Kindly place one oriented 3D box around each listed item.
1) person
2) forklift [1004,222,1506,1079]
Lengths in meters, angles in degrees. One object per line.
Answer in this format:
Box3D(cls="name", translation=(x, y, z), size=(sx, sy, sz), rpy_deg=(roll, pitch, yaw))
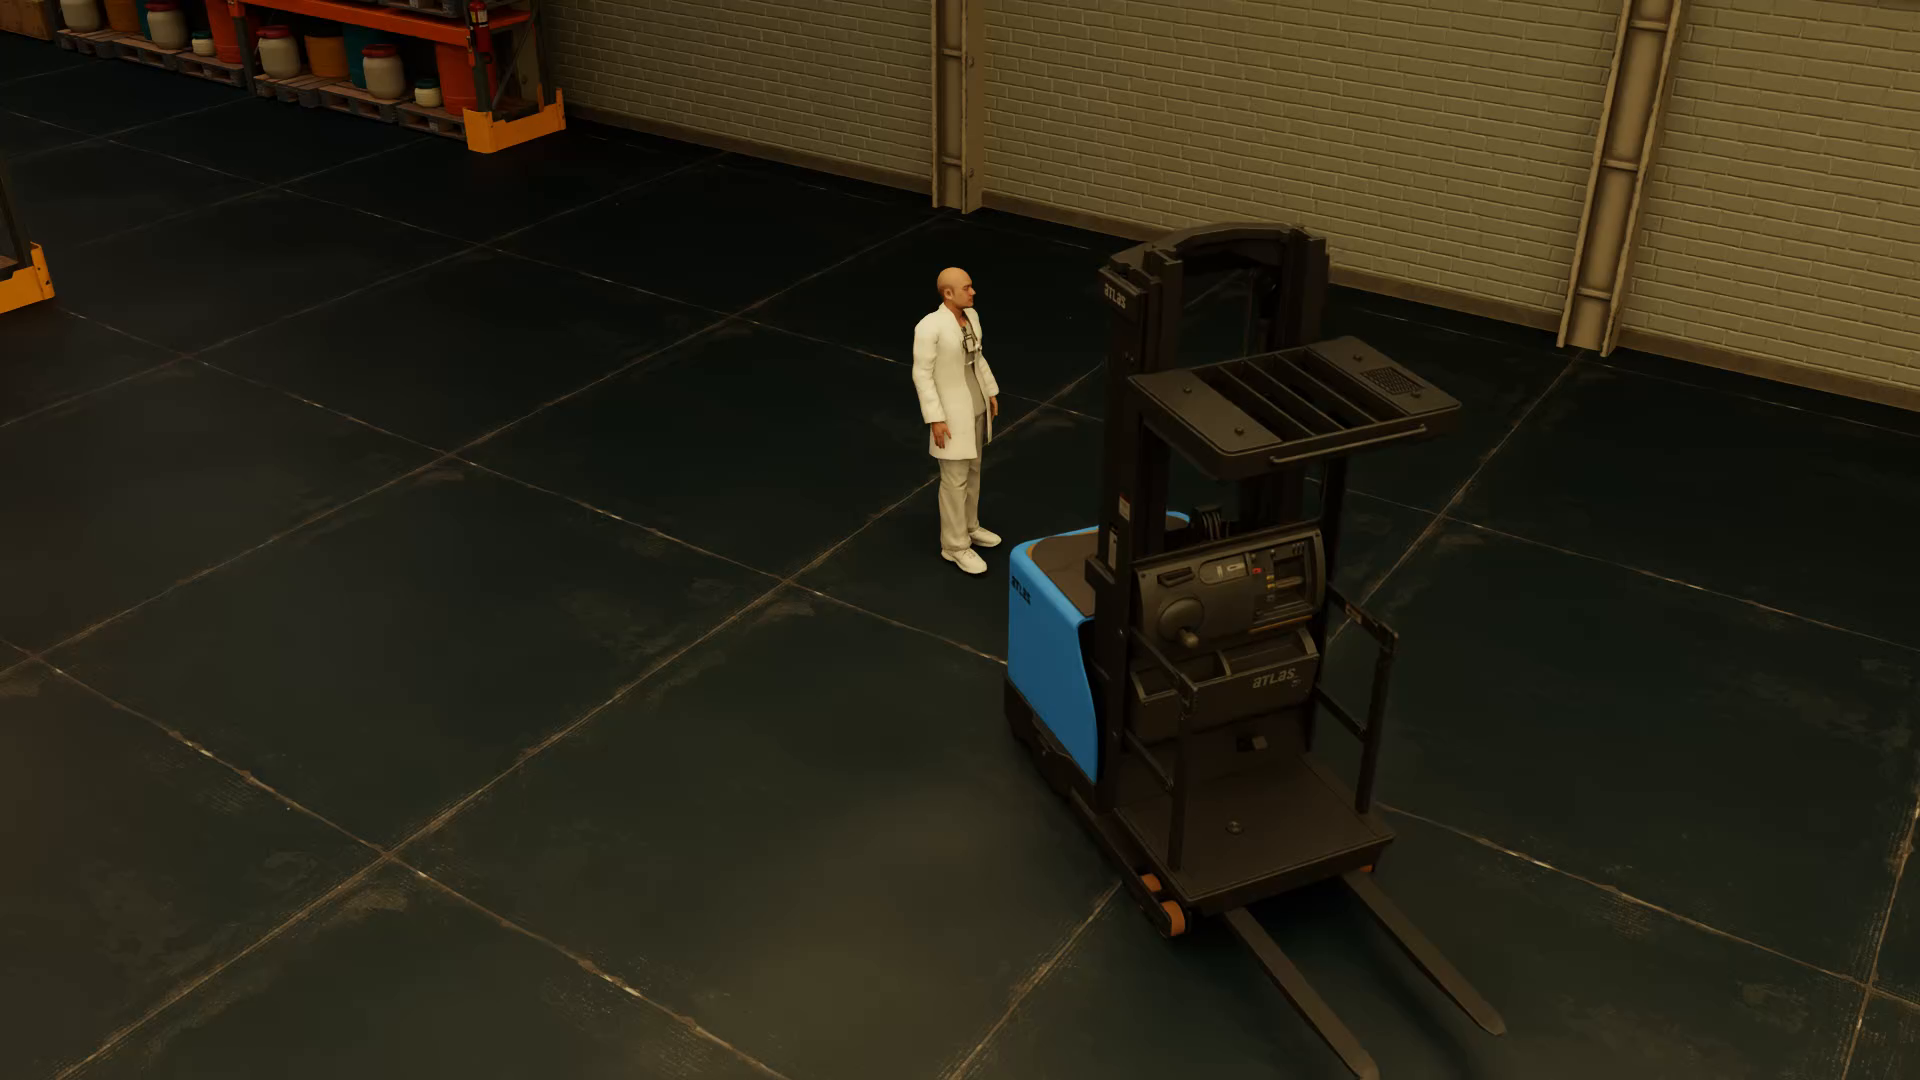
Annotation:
Box3D(cls="person", translation=(0.074, -0.748, 10.003), size=(0.578, 1.777, 0.698), rpy_deg=(19, 35, 29))
Box3D(cls="forklift", translation=(1.284, 0.264, 7.126), size=(1.130, 2.935, 3.031), rpy_deg=(-12, 32, -20))
